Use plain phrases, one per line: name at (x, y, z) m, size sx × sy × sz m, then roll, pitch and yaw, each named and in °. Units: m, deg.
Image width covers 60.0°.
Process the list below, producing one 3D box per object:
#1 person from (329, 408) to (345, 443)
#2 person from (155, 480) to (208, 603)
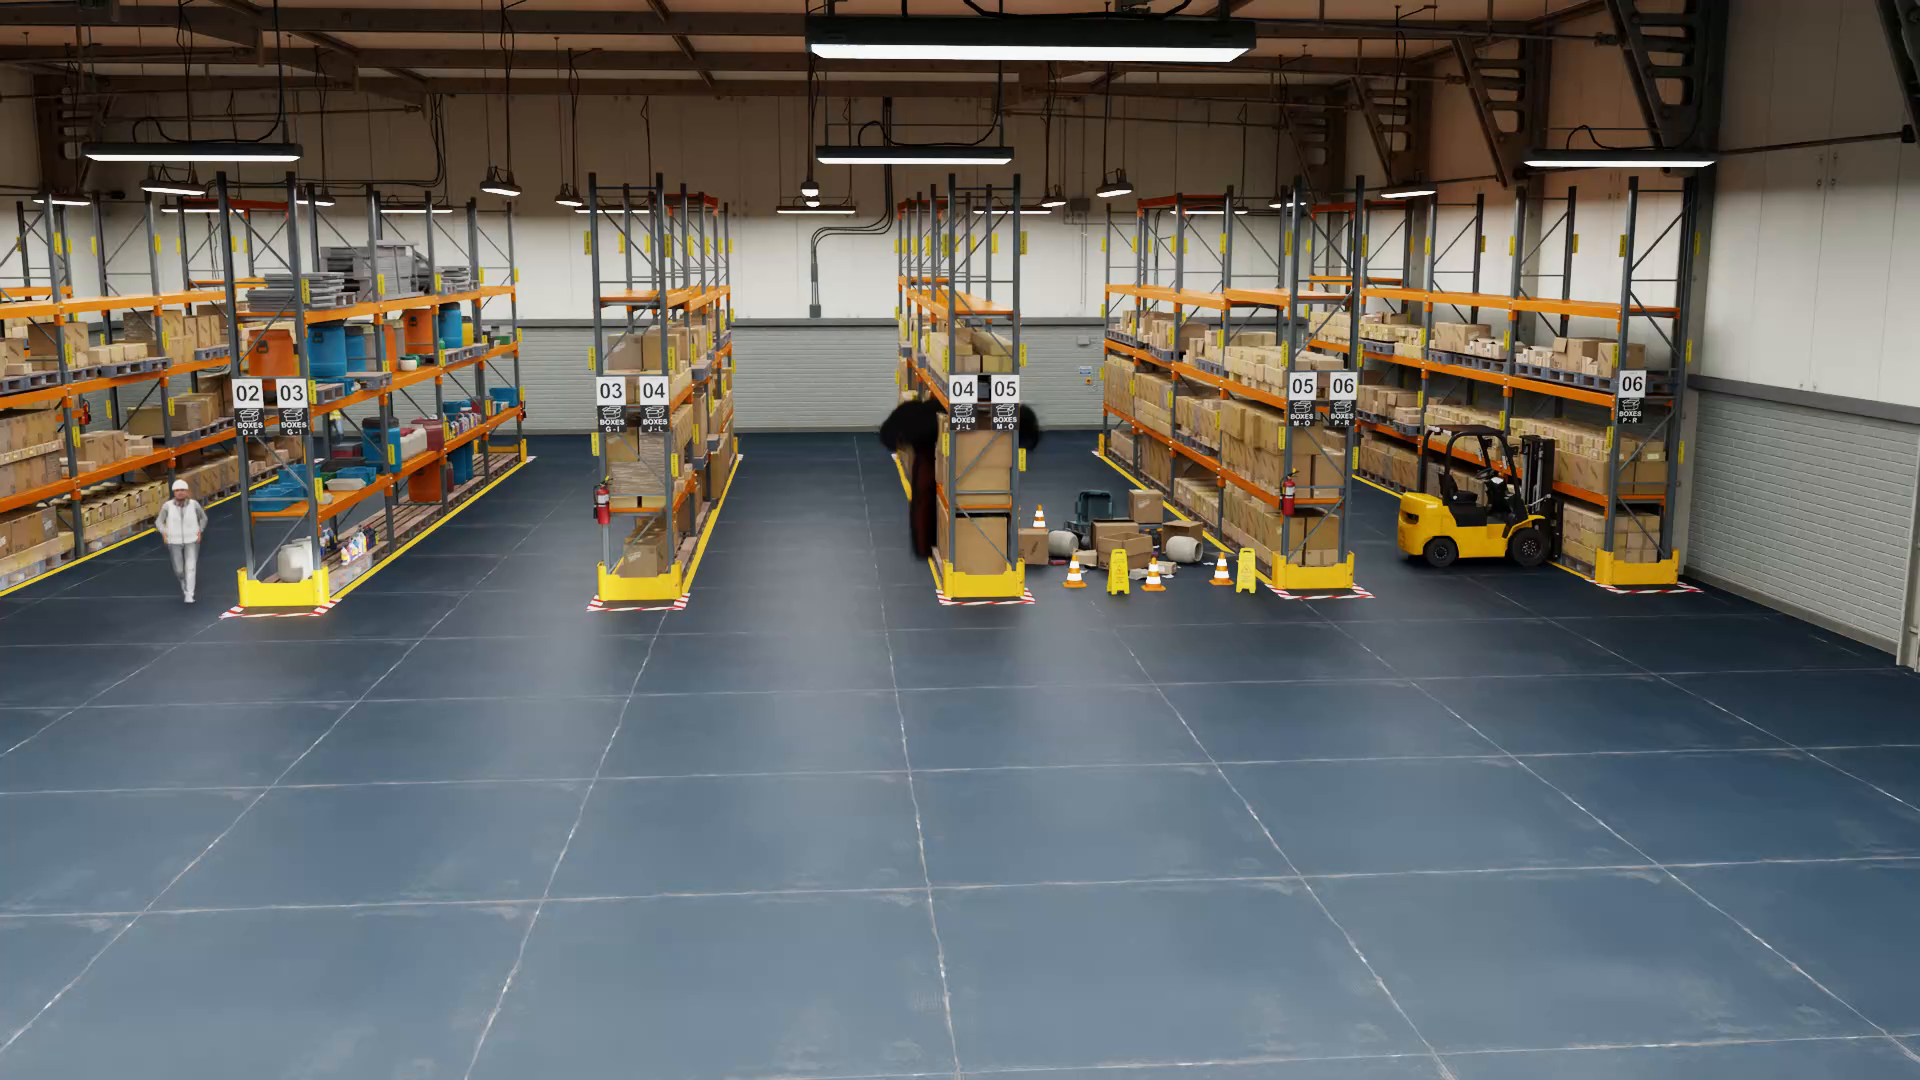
person at (-15.028, -2.858, 39.839) m, size 0.666 × 1.811 × 0.830 m, roll -7°, pitch 12°, yaw -33°
person at (-11.079, 0.000, 23.718) m, size 0.680 × 1.742 × 0.818 m, roll -4°, pitch 11°, yaw -23°
